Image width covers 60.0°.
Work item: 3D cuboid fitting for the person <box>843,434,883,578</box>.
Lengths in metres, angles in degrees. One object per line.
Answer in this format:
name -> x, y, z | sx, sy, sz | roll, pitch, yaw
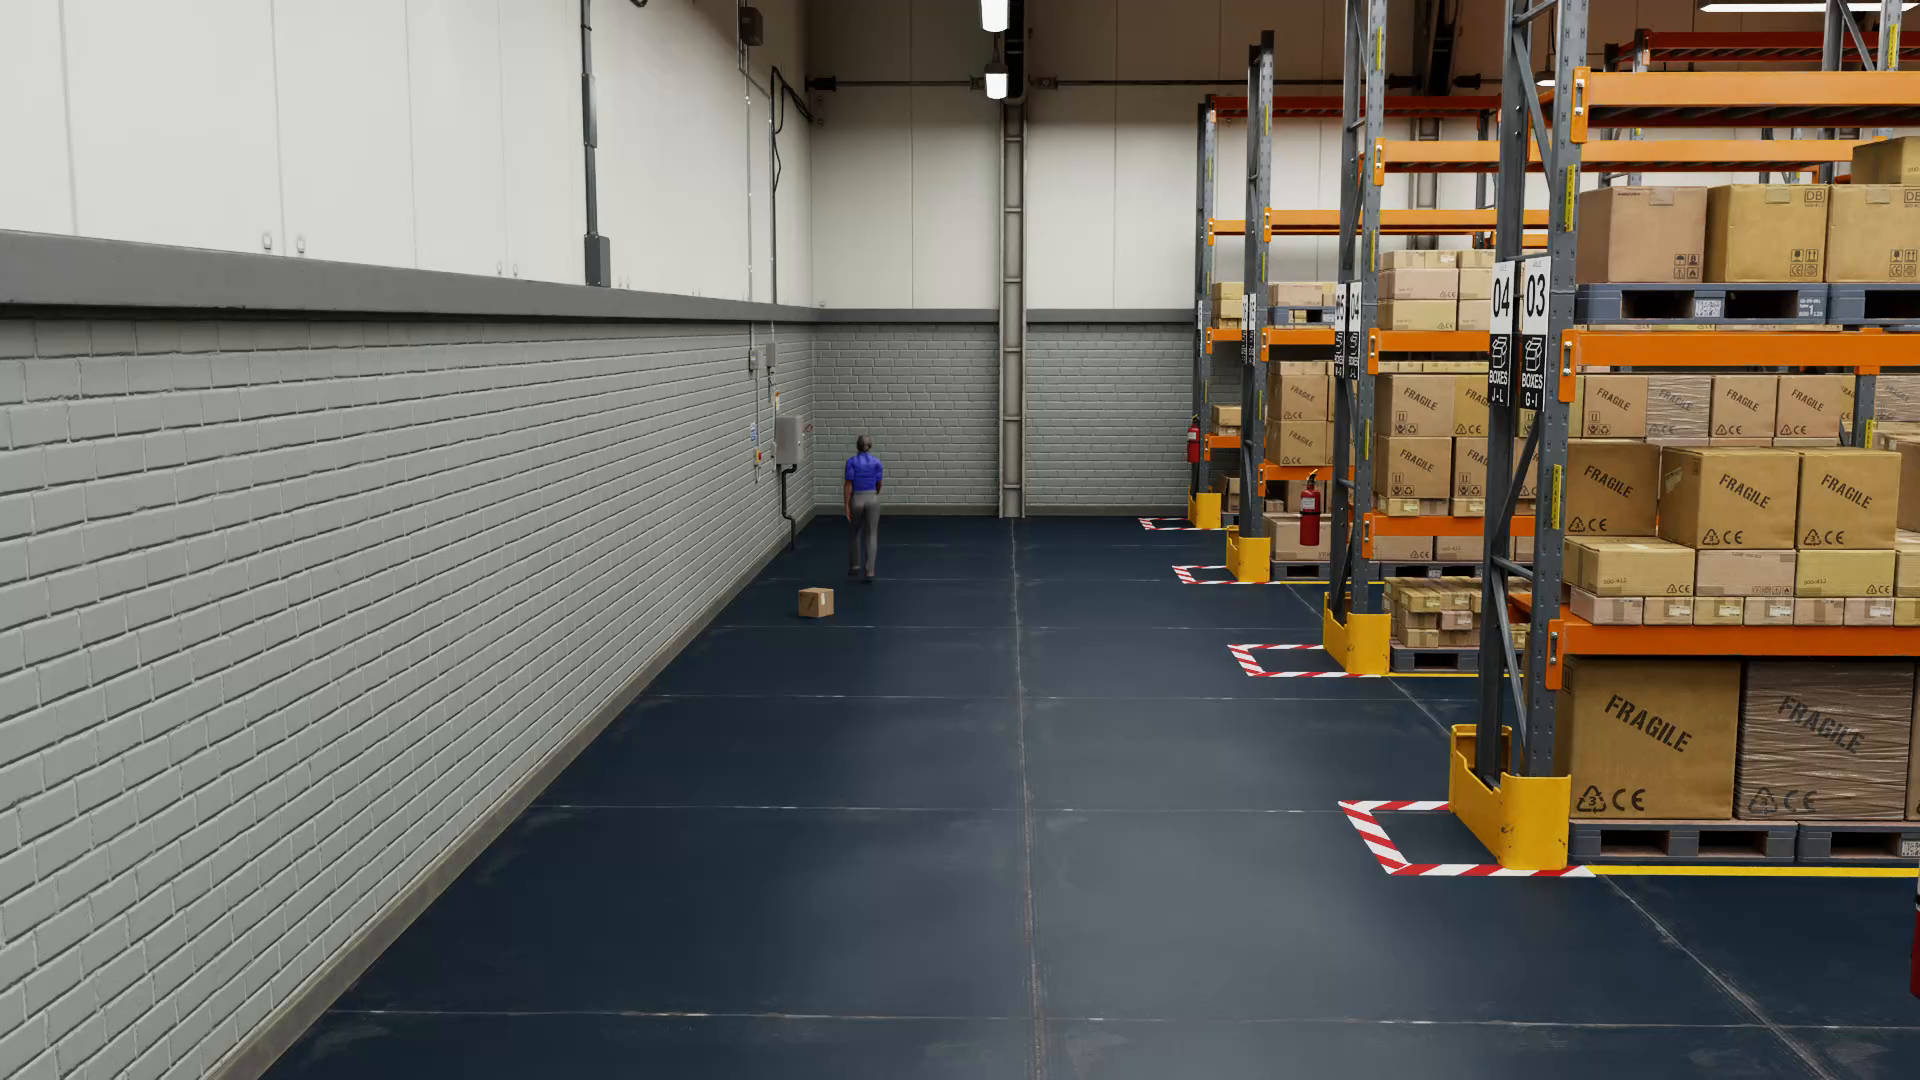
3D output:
person -> -1.098, -0.404, 18.844 | 0.443, 1.604, 0.967 | 0, 7, -4
